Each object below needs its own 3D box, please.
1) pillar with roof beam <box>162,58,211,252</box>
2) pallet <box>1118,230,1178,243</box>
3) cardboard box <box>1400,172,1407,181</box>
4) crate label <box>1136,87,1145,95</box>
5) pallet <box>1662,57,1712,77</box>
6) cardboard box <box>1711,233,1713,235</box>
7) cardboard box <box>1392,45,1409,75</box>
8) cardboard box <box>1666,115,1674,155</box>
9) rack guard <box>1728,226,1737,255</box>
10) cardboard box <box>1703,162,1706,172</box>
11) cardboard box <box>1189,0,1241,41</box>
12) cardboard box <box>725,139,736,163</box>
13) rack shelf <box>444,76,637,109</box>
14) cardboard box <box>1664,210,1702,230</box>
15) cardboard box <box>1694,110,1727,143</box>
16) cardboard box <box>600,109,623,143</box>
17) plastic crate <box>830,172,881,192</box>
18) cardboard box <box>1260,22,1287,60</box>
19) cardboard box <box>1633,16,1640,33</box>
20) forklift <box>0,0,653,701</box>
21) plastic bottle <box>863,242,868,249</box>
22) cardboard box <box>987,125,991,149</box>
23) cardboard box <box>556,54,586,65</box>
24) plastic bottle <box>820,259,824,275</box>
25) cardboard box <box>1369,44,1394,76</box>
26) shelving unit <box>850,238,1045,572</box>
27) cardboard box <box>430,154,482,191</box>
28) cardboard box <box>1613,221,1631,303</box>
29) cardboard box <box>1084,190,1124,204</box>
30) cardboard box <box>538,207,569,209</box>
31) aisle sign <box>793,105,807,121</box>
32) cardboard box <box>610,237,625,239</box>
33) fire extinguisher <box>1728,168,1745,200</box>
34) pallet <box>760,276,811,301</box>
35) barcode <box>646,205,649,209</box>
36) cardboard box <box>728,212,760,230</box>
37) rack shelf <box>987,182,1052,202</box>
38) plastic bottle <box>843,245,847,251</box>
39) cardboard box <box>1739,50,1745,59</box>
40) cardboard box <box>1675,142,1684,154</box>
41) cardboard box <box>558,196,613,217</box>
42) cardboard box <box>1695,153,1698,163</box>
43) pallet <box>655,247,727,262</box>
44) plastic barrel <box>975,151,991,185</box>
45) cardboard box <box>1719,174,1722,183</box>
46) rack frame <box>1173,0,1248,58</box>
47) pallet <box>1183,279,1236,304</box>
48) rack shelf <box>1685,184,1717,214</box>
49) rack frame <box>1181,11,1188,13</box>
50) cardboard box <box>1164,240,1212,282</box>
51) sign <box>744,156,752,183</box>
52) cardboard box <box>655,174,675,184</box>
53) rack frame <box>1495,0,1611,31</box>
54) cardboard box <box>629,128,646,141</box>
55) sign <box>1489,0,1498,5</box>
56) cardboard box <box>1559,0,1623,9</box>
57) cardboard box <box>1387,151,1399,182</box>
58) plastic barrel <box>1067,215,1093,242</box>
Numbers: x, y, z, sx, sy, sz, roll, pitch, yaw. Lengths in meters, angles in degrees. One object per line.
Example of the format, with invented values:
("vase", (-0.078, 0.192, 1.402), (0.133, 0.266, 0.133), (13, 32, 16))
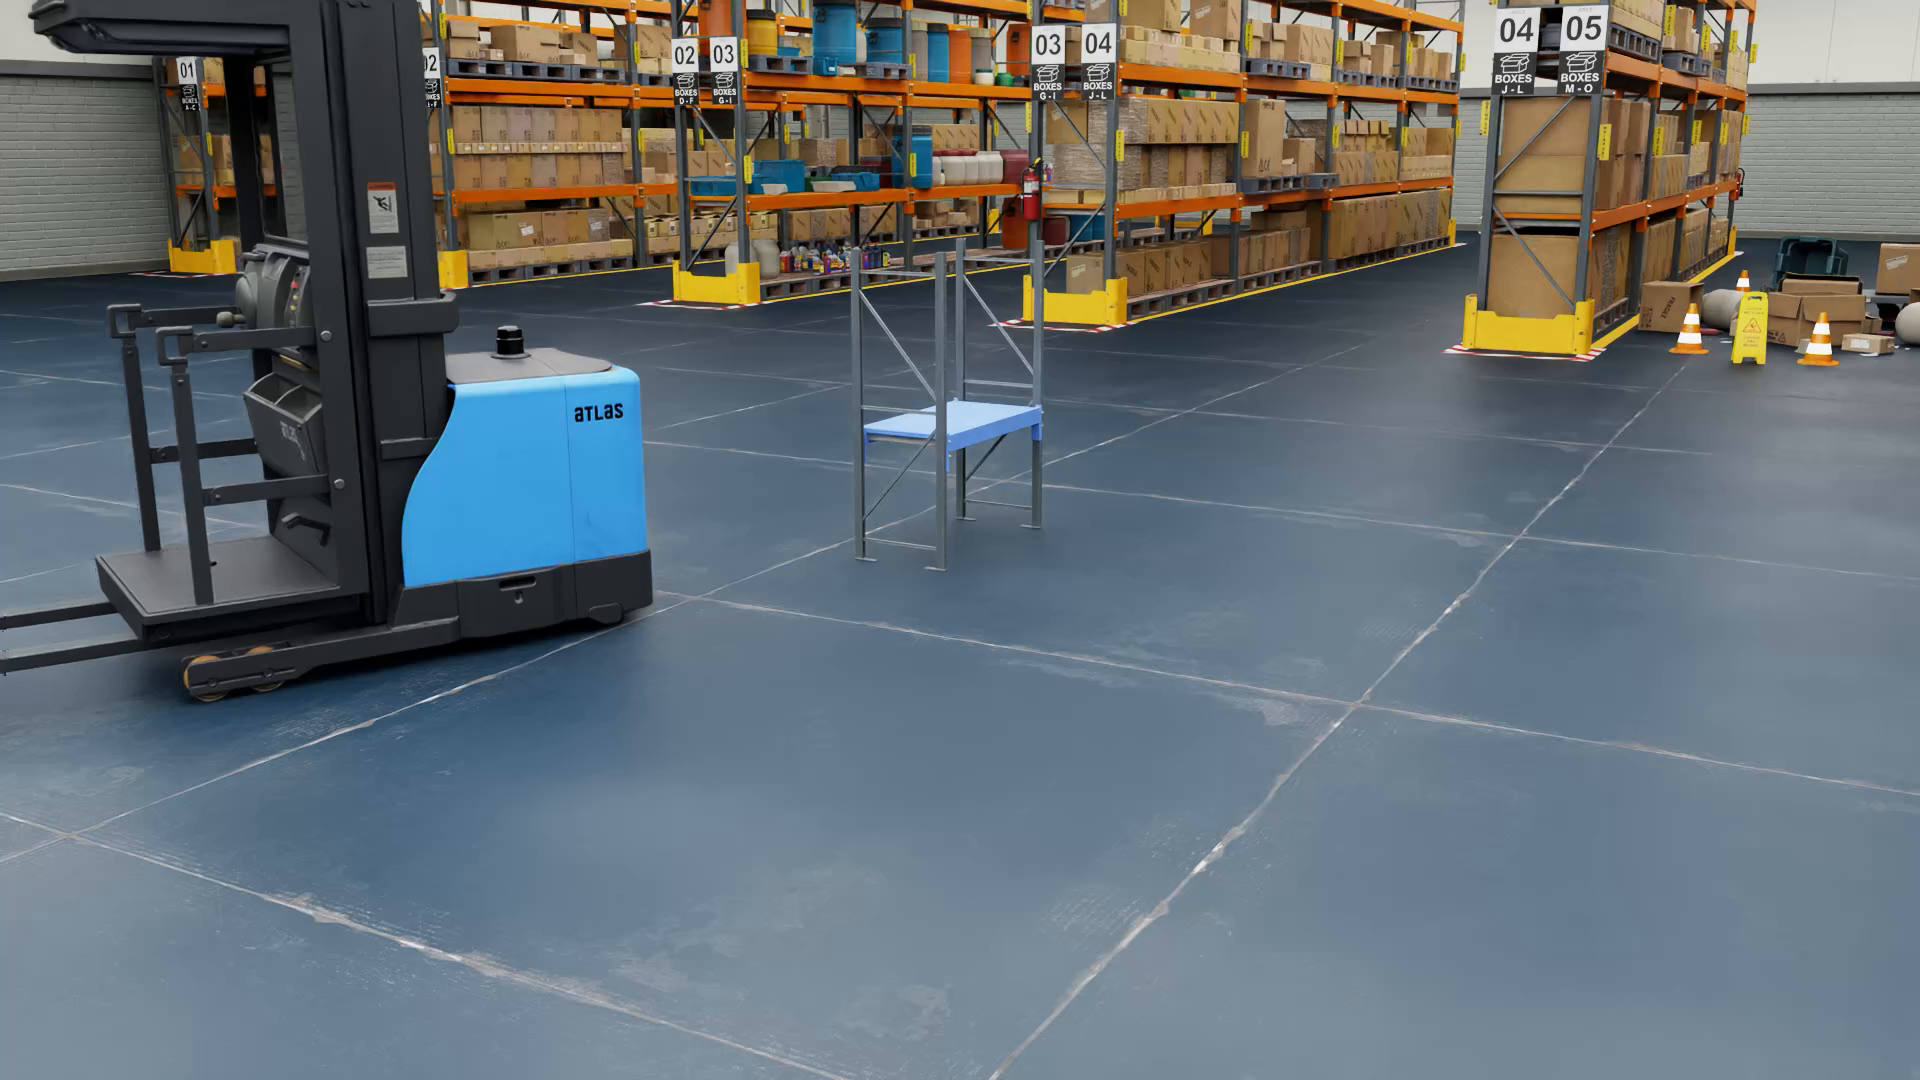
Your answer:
("pillar with roof beam", (-8.405, -8.265, 23.617), (9.100, 9.000, 0.400), (7, 15, 28))
("pallet", (3.629, -5.985, 32.910), (1.003, 0.211, 1.213), (7, 15, 28))
("cardboard box", (7.488, -6.274, 28.694), (0.380, 0.149, 0.250), (7, 15, 28))
("crate label", (3.208, -8.332, 30.857), (0.293, 0.136, 0.466), (7, 15, 28))
("pallet", (9.149, -6.198, 21.846), (1.213, 0.211, 1.003), (8, 16, 31))
("cardboard box", (12.219, -5.016, 27.494), (0.380, 0.149, 0.250), (8, 16, 31))
("cardboard box", (7.380, -8.300, 28.839), (0.700, 0.500, 0.500), (6, 15, 25))
("cardboard box", (8.945, -5.310, 21.811), (0.700, 0.500, 0.500), (7, 15, 27))
("rack guard", (13.244, -5.380, 29.785), (1.175, 0.500, 0.348), (7, 15, 28))
("cardboard box", (11.204, -5.715, 25.480), (0.380, 0.149, 0.250), (7, 15, 28))
("cardboard box", (3.193, -6.505, 20.802), (0.500, 0.500, 0.500), (7, 15, 26))
("cardboard box", (-5.320, -8.461, 36.590), (0.980, 0.700, 0.700), (7, 15, 27))
("rack shelf", (-6.450, -6.553, 24.451), (1.077, 0.370, 4.000), (7, 15, 28))
("cardboard box", (10.705, -4.749, 24.668), (0.500, 0.250, 0.500), (7, 15, 26))
("cardboard box", (11.779, -6.535, 26.258), (0.500, 0.500, 0.500), (8, 16, 29))
("cardboard box", (-5.692, -6.443, 25.876), (0.700, 0.500, 0.500), (7, 15, 28))
("plastic crate", (-1.446, -4.963, 23.037), (0.499, 0.251, 0.616), (7, 15, 28))
("cardboard box", (3.955, -6.723, 22.504), (0.797, 0.503, 0.637), (8, 16, 30))
("cardboard box", (6.725, -5.263, 16.989), (0.380, 0.149, 0.250), (8, 15, 29))
("forklift", (-2.811, -0.974, 6.322), (3.031, 2.935, 1.130), (-9, 16, -34))
("plastic bottle", (-1.334, -4.071, 23.732), (0.144, 0.351, 0.185), (7, 15, 28))
("cardboard box", (0.343, -8.729, 35.995), (0.500, 0.500, 0.500), (7, 15, 28))
("cardboard box", (-5.827, -7.185, 24.877), (0.380, 0.149, 0.250), (7, 15, 28))
("plastic bottle", (-1.883, -3.684, 22.446), (0.097, 0.201, 0.097), (0, 14, 0))
("cardboard box", (6.783, -7.964, 27.658), (0.700, 0.500, 0.500), (8, 16, 29))
("shelving unit", (-0.041, -0.712, 8.285), (0.538, 1.500, 1.048), (7, 15, 28))
("cardboard box", (-7.180, -5.177, 23.395), (0.700, 0.500, 0.500), (7, 15, 28))
("cardboard box", (7.115, -3.199, 19.042), (0.875, 0.875, 0.875), (8, 16, 29))
("cardboard box", (1.600, -3.821, 18.517), (0.380, 0.149, 0.250), (7, 15, 28))
("cardboard box", (-6.216, -4.924, 25.928), (0.500, 0.500, 0.500), (7, 15, 28))
("aisle sign", (-3.723, -10.122, 38.572), (0.394, 0.787, 0.004), (7, 15, 28))
("cardboard box", (-5.537, -4.840, 27.182), (0.500, 0.250, 0.500), (7, 15, 27))
("fire extinguisher", (13.807, -6.392, 29.607), (0.296, 0.674, 0.183), (7, 15, 28))
("pallet", (-2.690, -3.304, 21.787), (1.003, 0.211, 1.213), (7, 15, 28))
("barcode", (-4.995, -5.326, 26.570), (0.001, 0.075, 0.075), (7, 15, 28))
("cardboard box", (-3.833, -5.573, 29.024), (0.500, 0.311, 0.500), (7, 15, 27))
("rack shelf", (1.752, -6.174, 29.279), (1.077, 0.370, 4.000), (7, 15, 28))
("plastic bottle", (-1.687, -4.165, 24.292), (0.097, 0.271, 0.097), (0, 14, 0))
("cardboard box", (13.016, -8.173, 28.038), (0.380, 0.149, 0.250), (8, 16, 29))
("cardboard box", (9.809, -5.415, 22.965), (0.380, 0.149, 0.250), (7, 15, 28))
("cardboard box", (-7.417, -6.531, 32.916), (0.750, 0.750, 0.750), (7, 15, 27))
("cardboard box", (10.571, -5.593, 24.339), (0.380, 0.149, 0.250), (8, 16, 30))
("pallet", (-4.572, -4.906, 28.434), (1.003, 0.211, 1.213), (7, 15, 28))
("plastic barrel", (0.271, -5.846, 26.146), (0.421, 0.512, 0.421), (0, 14, 0))
("cardboard box", (12.229, -5.911, 27.188), (0.380, 0.149, 0.250), (8, 16, 29))
("rack frame", (3.187, -7.648, 21.058), (1.000, 3.000, 0.127), (7, 15, 28))
("pallet", (2.893, -3.235, 21.500), (1.003, 0.211, 1.213), (7, 15, 28))
("rack shelf", (10.380, -5.031, 24.535), (1.077, 0.370, 4.000), (7, 15, 28))
("rack frame", (4.652, -10.672, 33.598), (1.000, 3.000, 0.127), (7, 15, 28))
("cardboard box", (2.958, -3.643, 21.683), (0.500, 0.500, 0.500), (7, 15, 26))
("sign", (-2.603, -4.544, 20.390), (0.100, 0.325, 0.005), (7, 15, 28))
("cardboard box", (-4.876, -5.892, 27.107), (0.380, 0.149, 0.250), (7, 15, 28))
("rack frame", (5.546, -6.245, 15.237), (1.000, 3.000, 0.127), (7, 15, 28))
("cardboard box", (-6.704, -8.186, 33.600), (0.500, 0.250, 0.500), (7, 15, 27))
("sign", (5.078, -5.243, 15.761), (0.100, 0.325, 0.005), (7, 15, 28))
("cardboard box", (6.004, -5.181, 15.800), (0.500, 0.250, 0.500), (7, 15, 28))
("cardboard box", (7.067, -6.295, 28.031), (0.500, 0.500, 0.500), (7, 15, 28))
("plastic barrel", (2.098, -5.864, 30.036), (0.600, 0.901, 0.708), (7, 15, 28))
